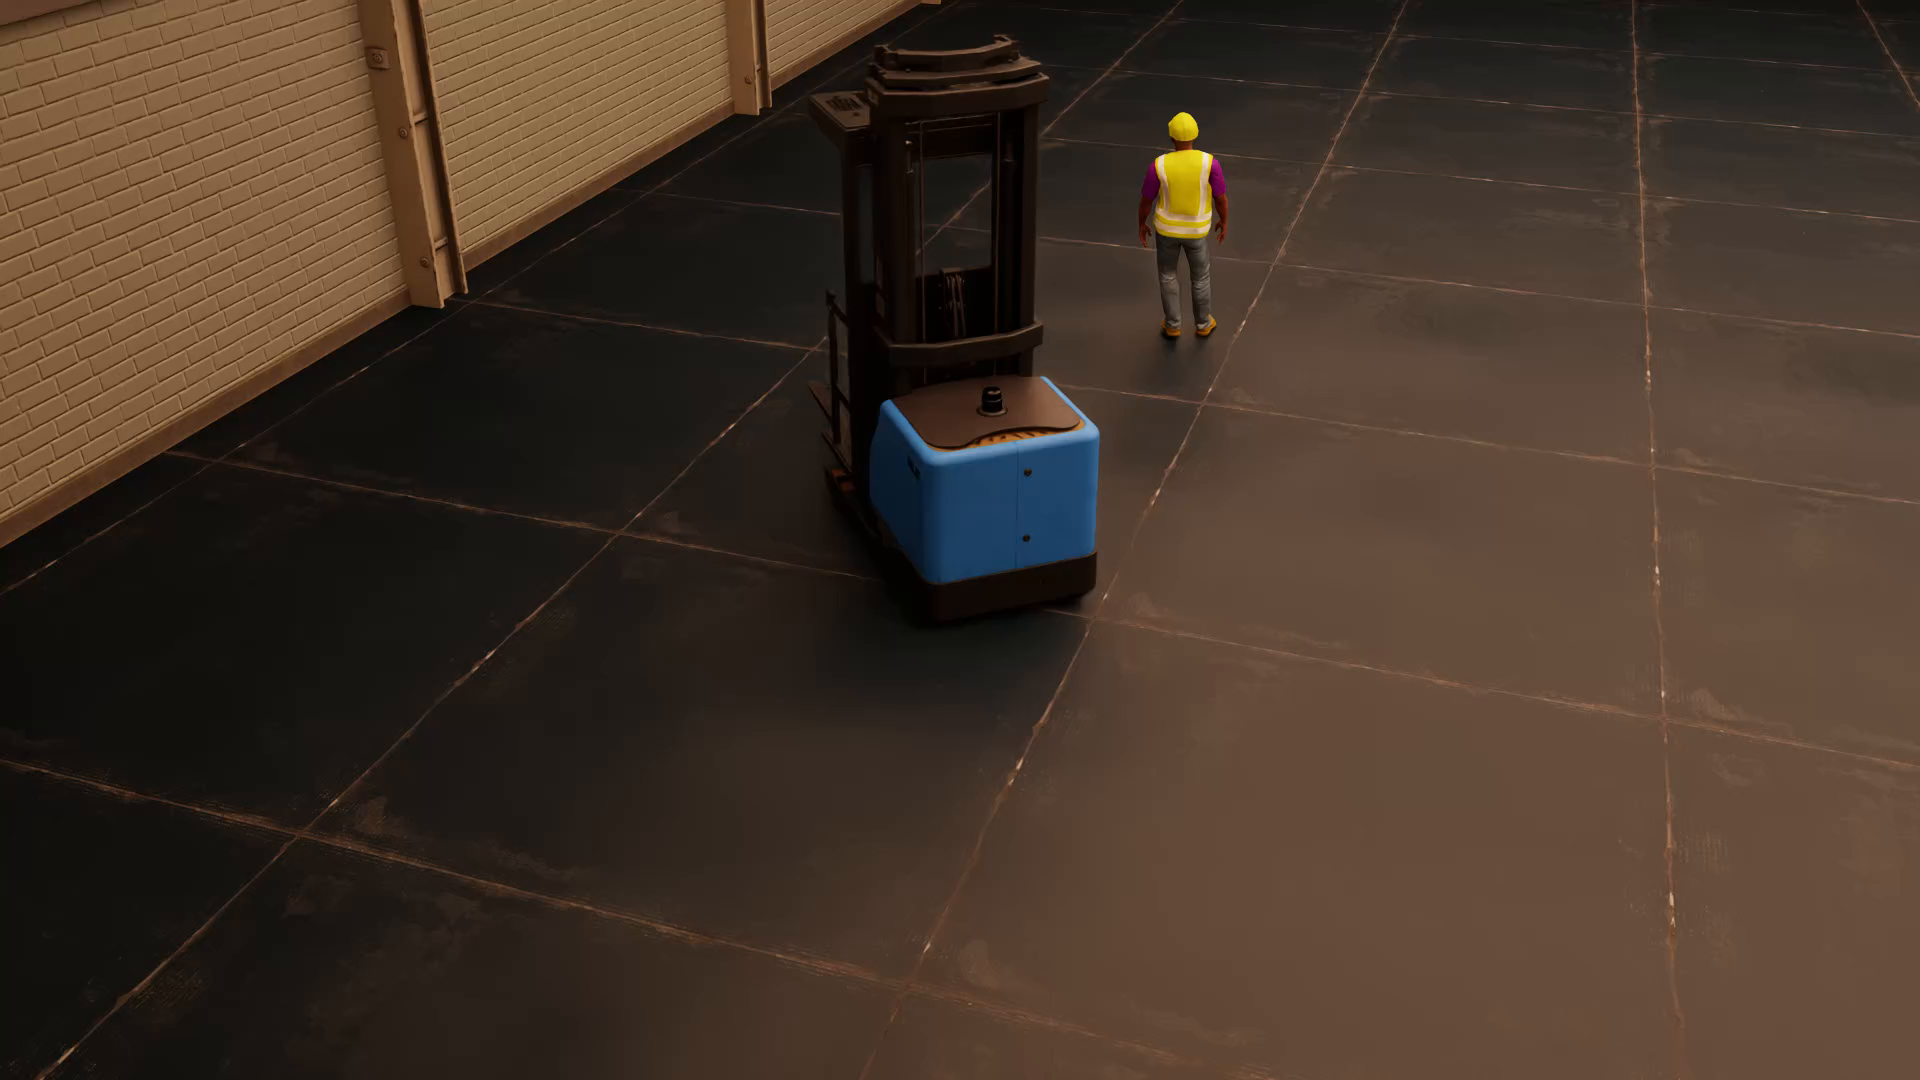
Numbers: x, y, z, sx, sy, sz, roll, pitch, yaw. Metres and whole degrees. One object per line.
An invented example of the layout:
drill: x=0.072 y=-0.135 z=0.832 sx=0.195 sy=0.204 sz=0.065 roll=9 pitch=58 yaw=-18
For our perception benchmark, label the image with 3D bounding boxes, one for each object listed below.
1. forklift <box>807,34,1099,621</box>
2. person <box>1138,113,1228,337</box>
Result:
forklift: x=-0.217 y=-1.540 z=9.838 sx=1.130 sy=2.935 sz=3.031 roll=-10 pitch=31 yaw=-18
person: x=1.663 y=-2.355 z=12.430 sx=0.666 sy=1.762 sz=0.590 roll=3 pitch=30 yaw=5
